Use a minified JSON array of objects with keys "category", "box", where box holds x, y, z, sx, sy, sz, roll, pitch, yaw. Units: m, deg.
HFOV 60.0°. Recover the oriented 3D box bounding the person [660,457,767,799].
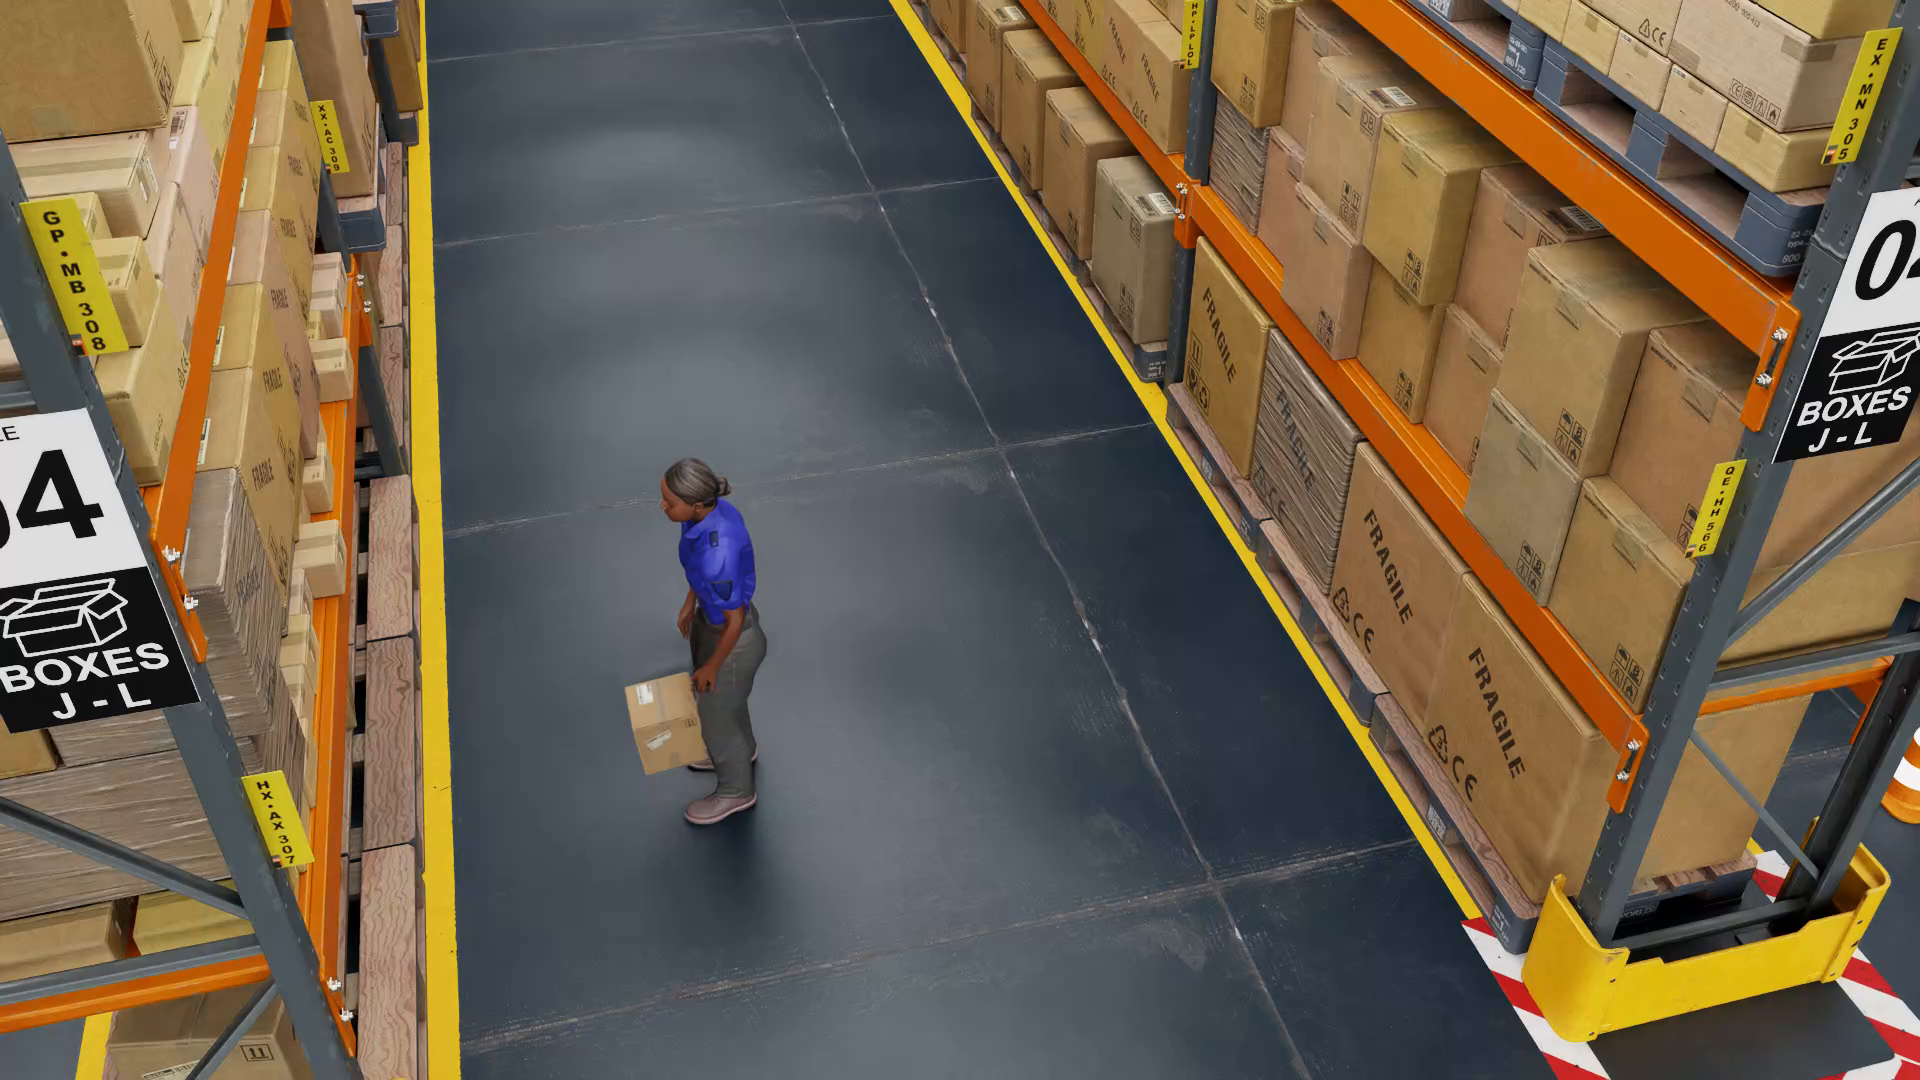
[{"category":"person","box":[-0.899,0.334,6.237,0.322,1.590,0.478,-11,40,-13]}]
